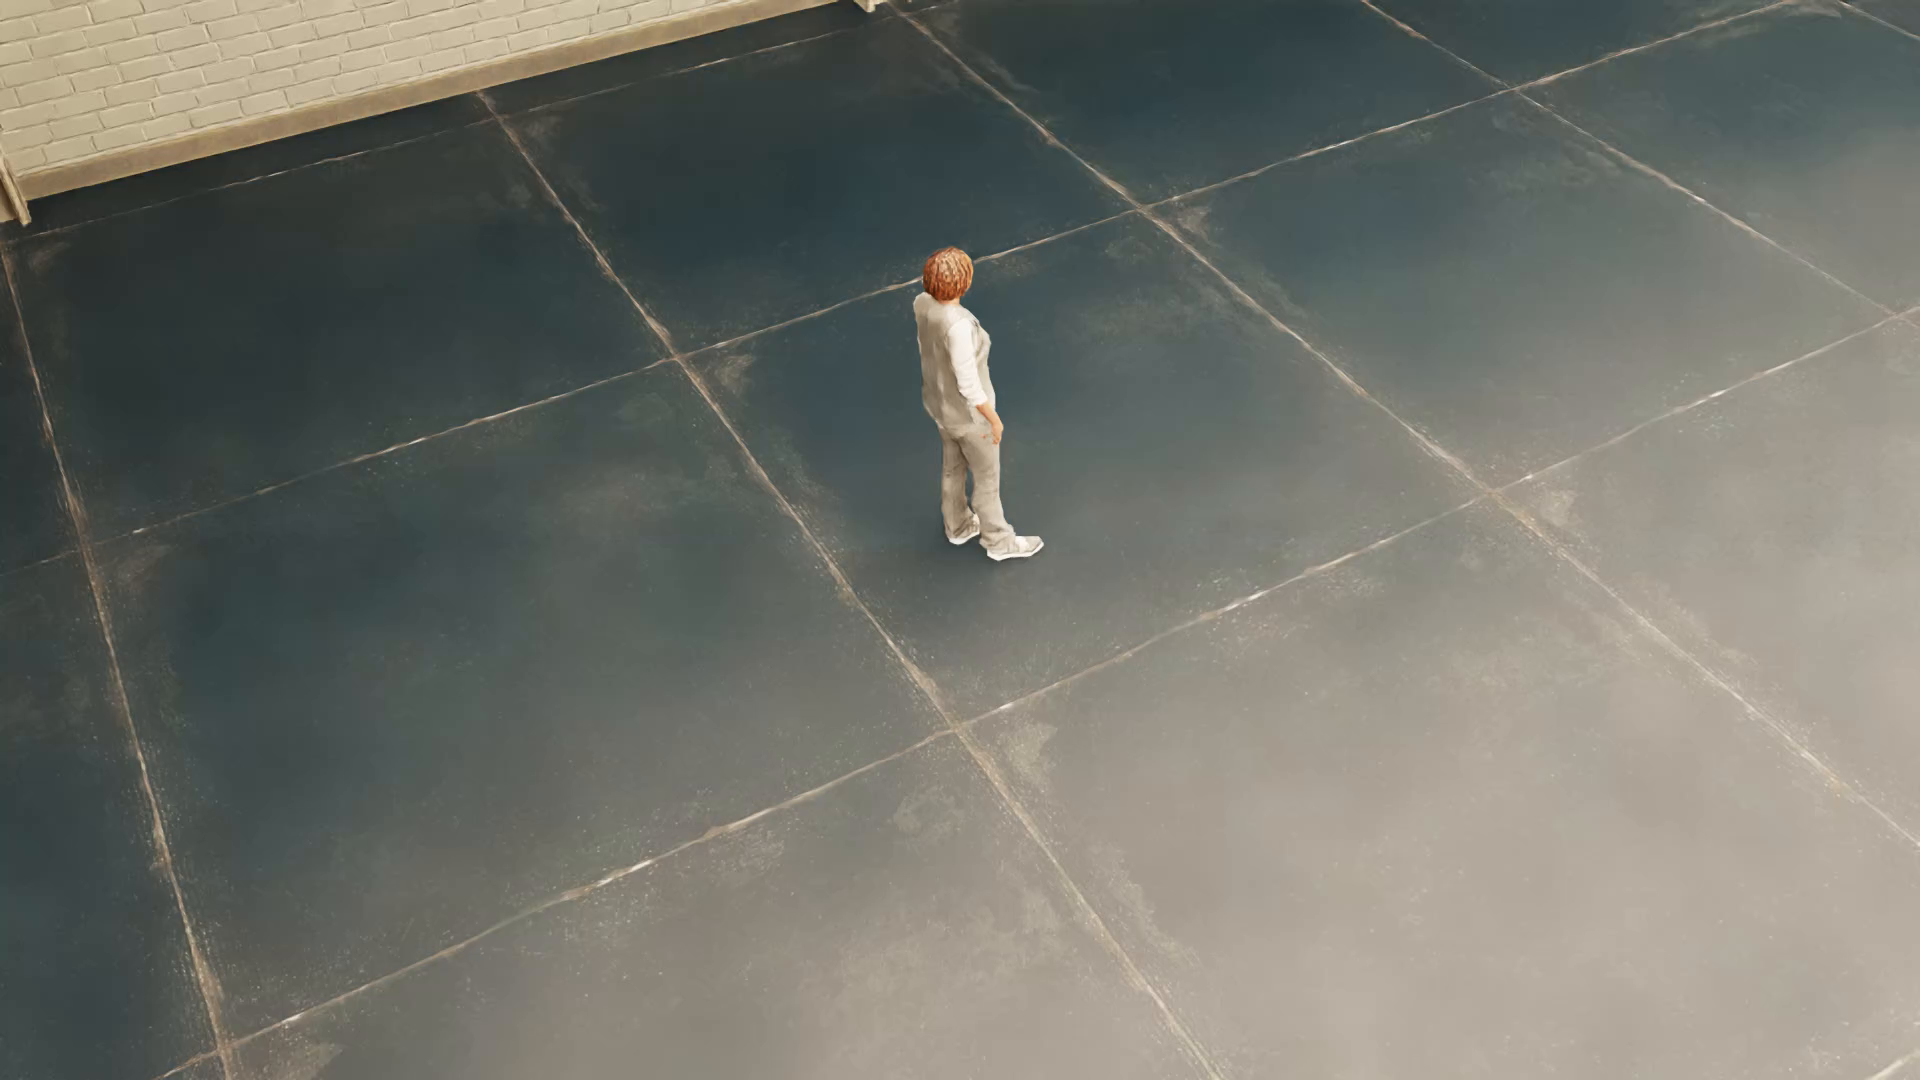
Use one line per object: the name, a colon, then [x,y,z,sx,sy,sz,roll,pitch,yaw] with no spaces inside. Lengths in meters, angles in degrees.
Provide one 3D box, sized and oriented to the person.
person: [0.071,-0.608,7.324,0.474,1.597,0.521,-21,47,-21]
